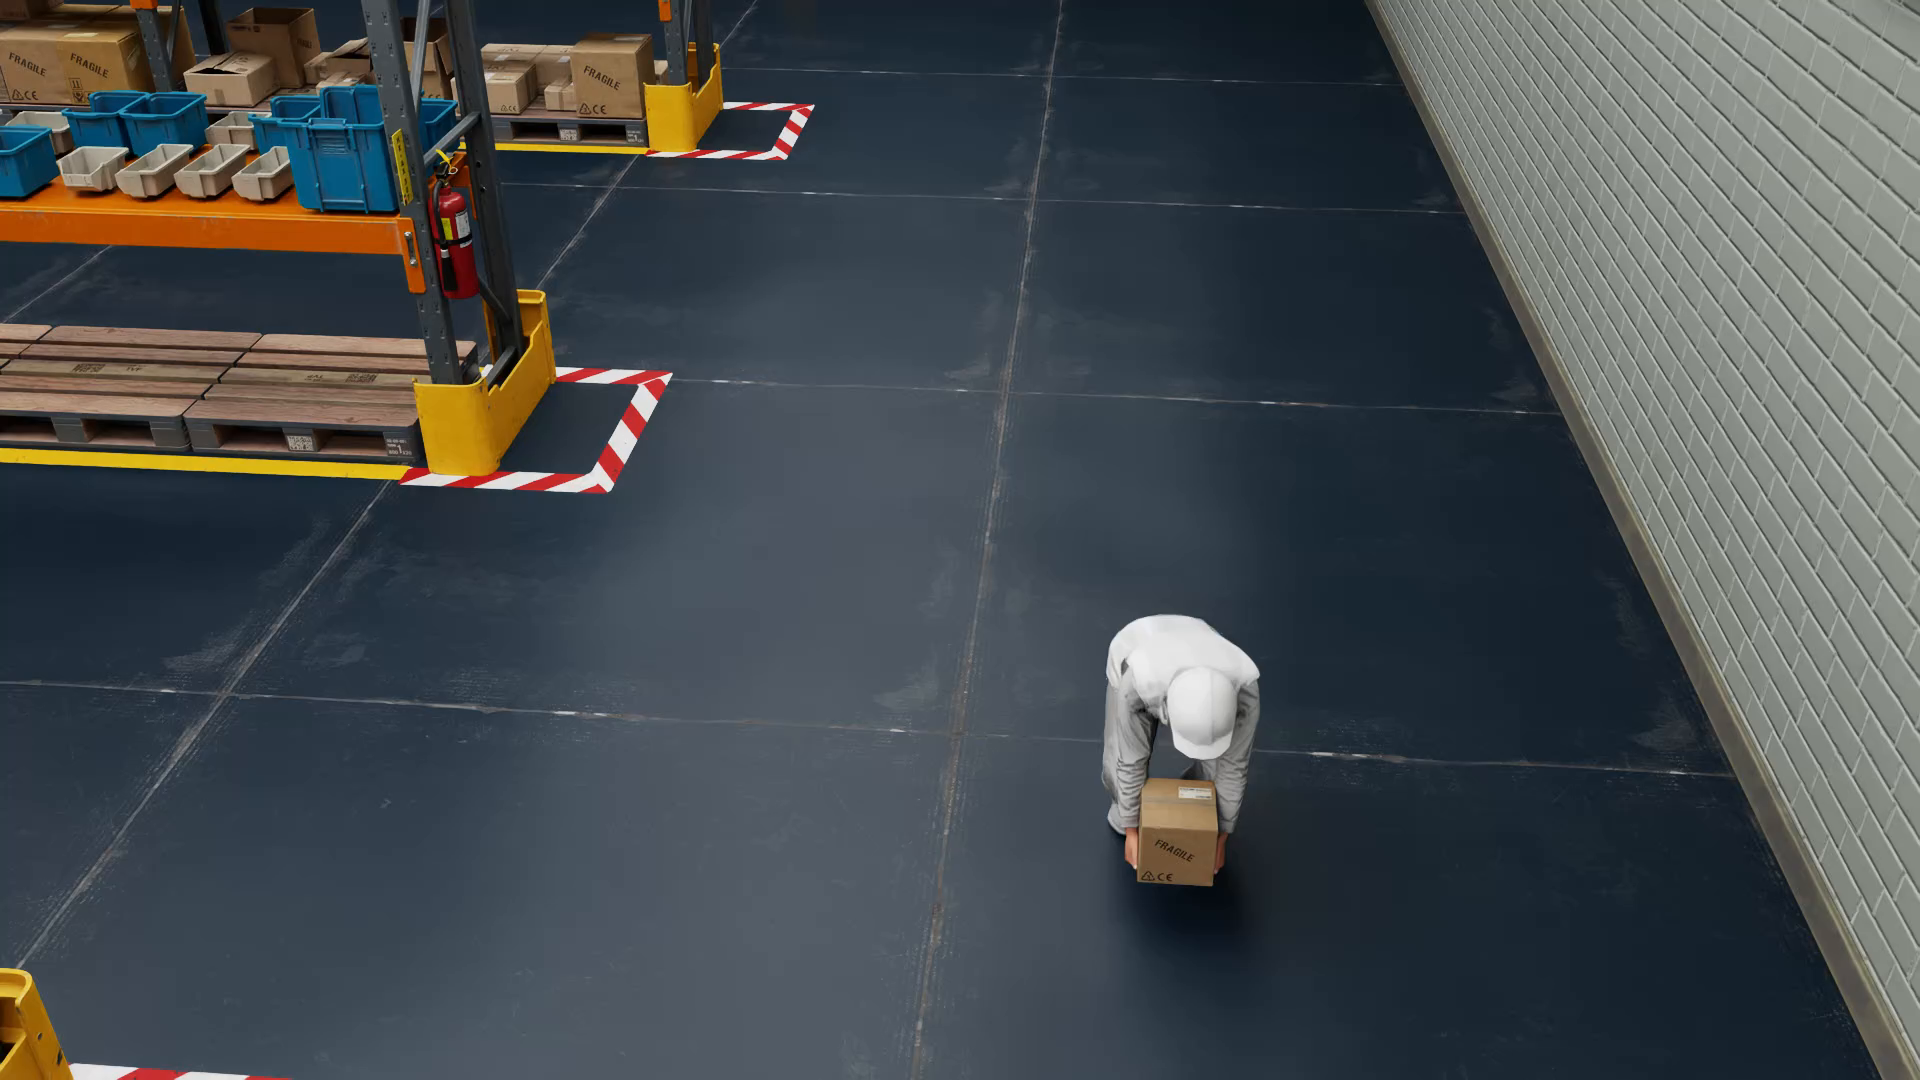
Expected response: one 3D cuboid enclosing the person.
[{"bbox_3d":[0.752,0.668,5.772,0.511,1.004,0.920,2,32,3],"label":"person"}]
